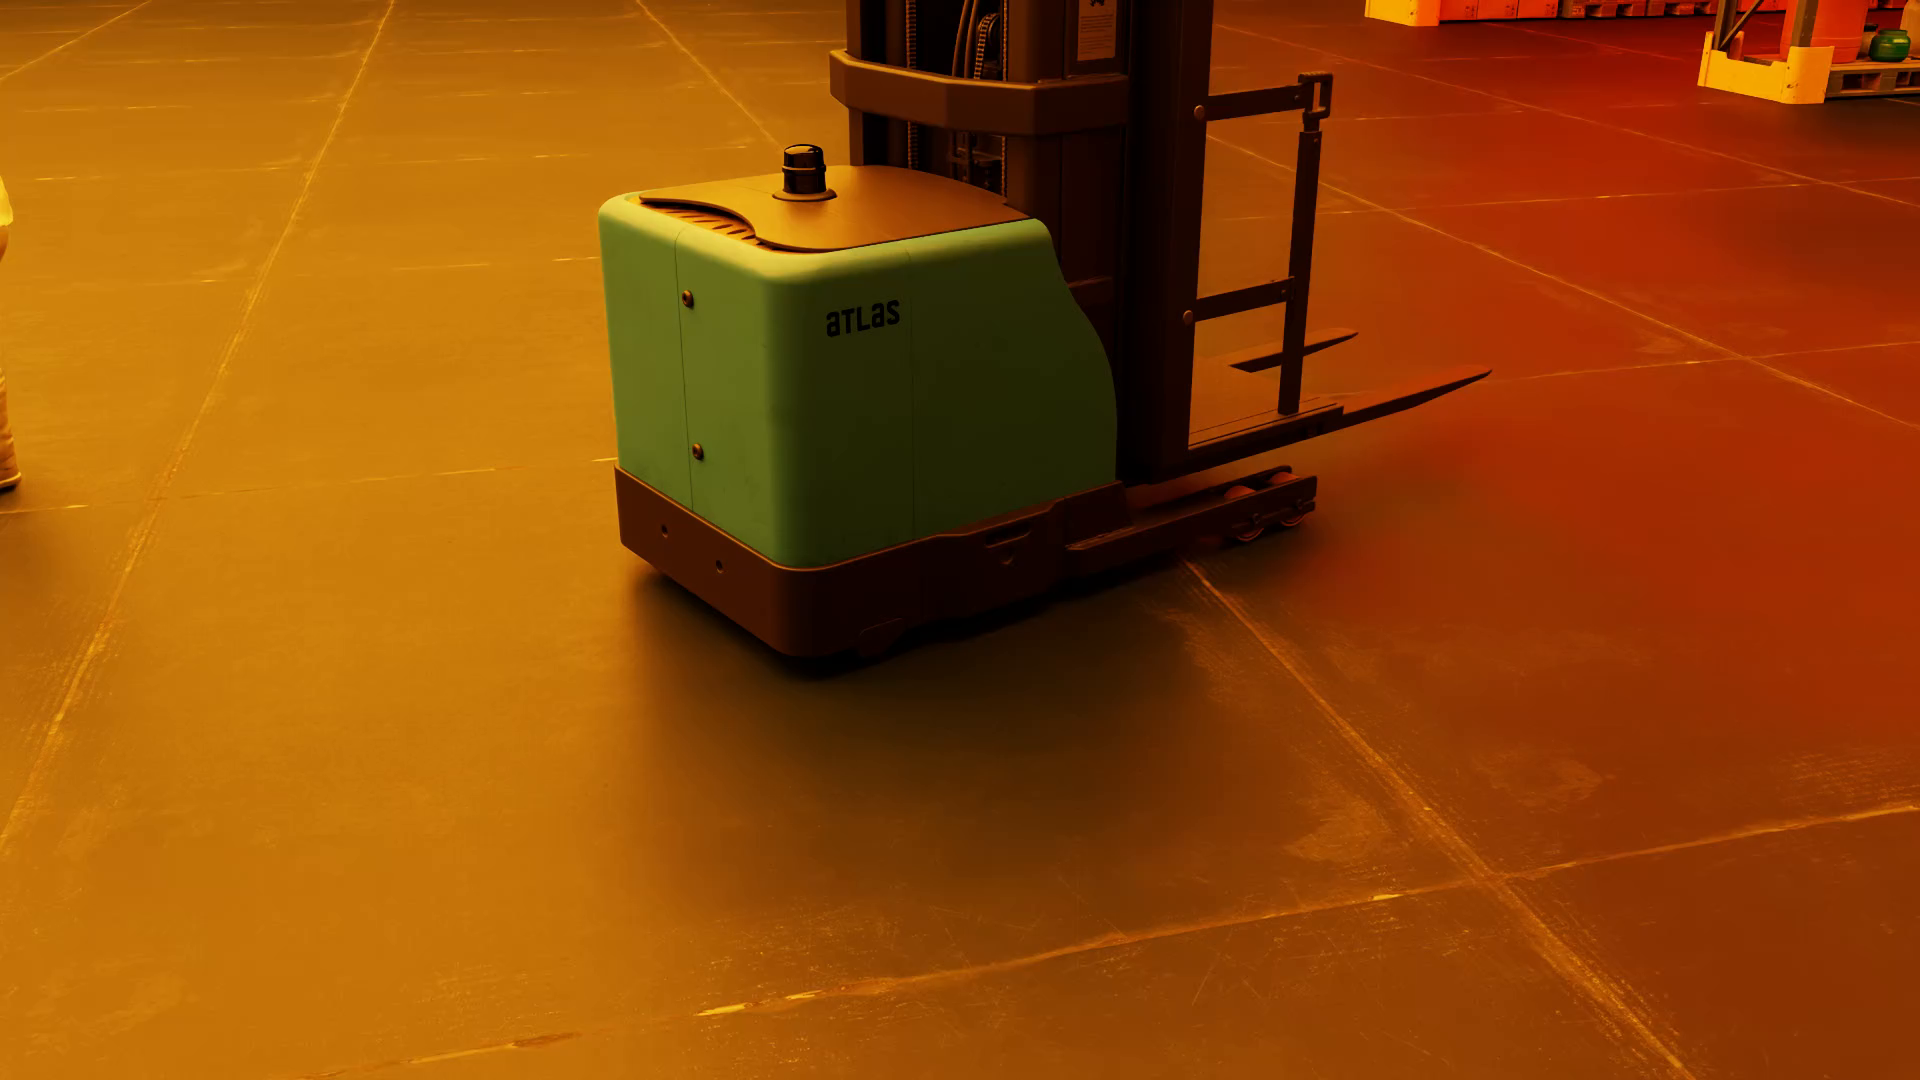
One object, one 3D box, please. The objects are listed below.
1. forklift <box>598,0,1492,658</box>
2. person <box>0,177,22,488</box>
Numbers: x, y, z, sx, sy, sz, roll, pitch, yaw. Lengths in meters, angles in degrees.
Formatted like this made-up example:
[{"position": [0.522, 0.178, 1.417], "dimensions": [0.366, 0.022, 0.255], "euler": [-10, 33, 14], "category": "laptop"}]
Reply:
[{"position": [0.484, -1.493, 4.818], "dimensions": [3.031, 2.935, 1.130], "euler": [-17, 28, -34], "category": "forklift"}, {"position": [-3.230, -0.953, 5.147], "dimensions": [0.529, 1.670, 0.598], "euler": [-6, 24, -14], "category": "person"}]
